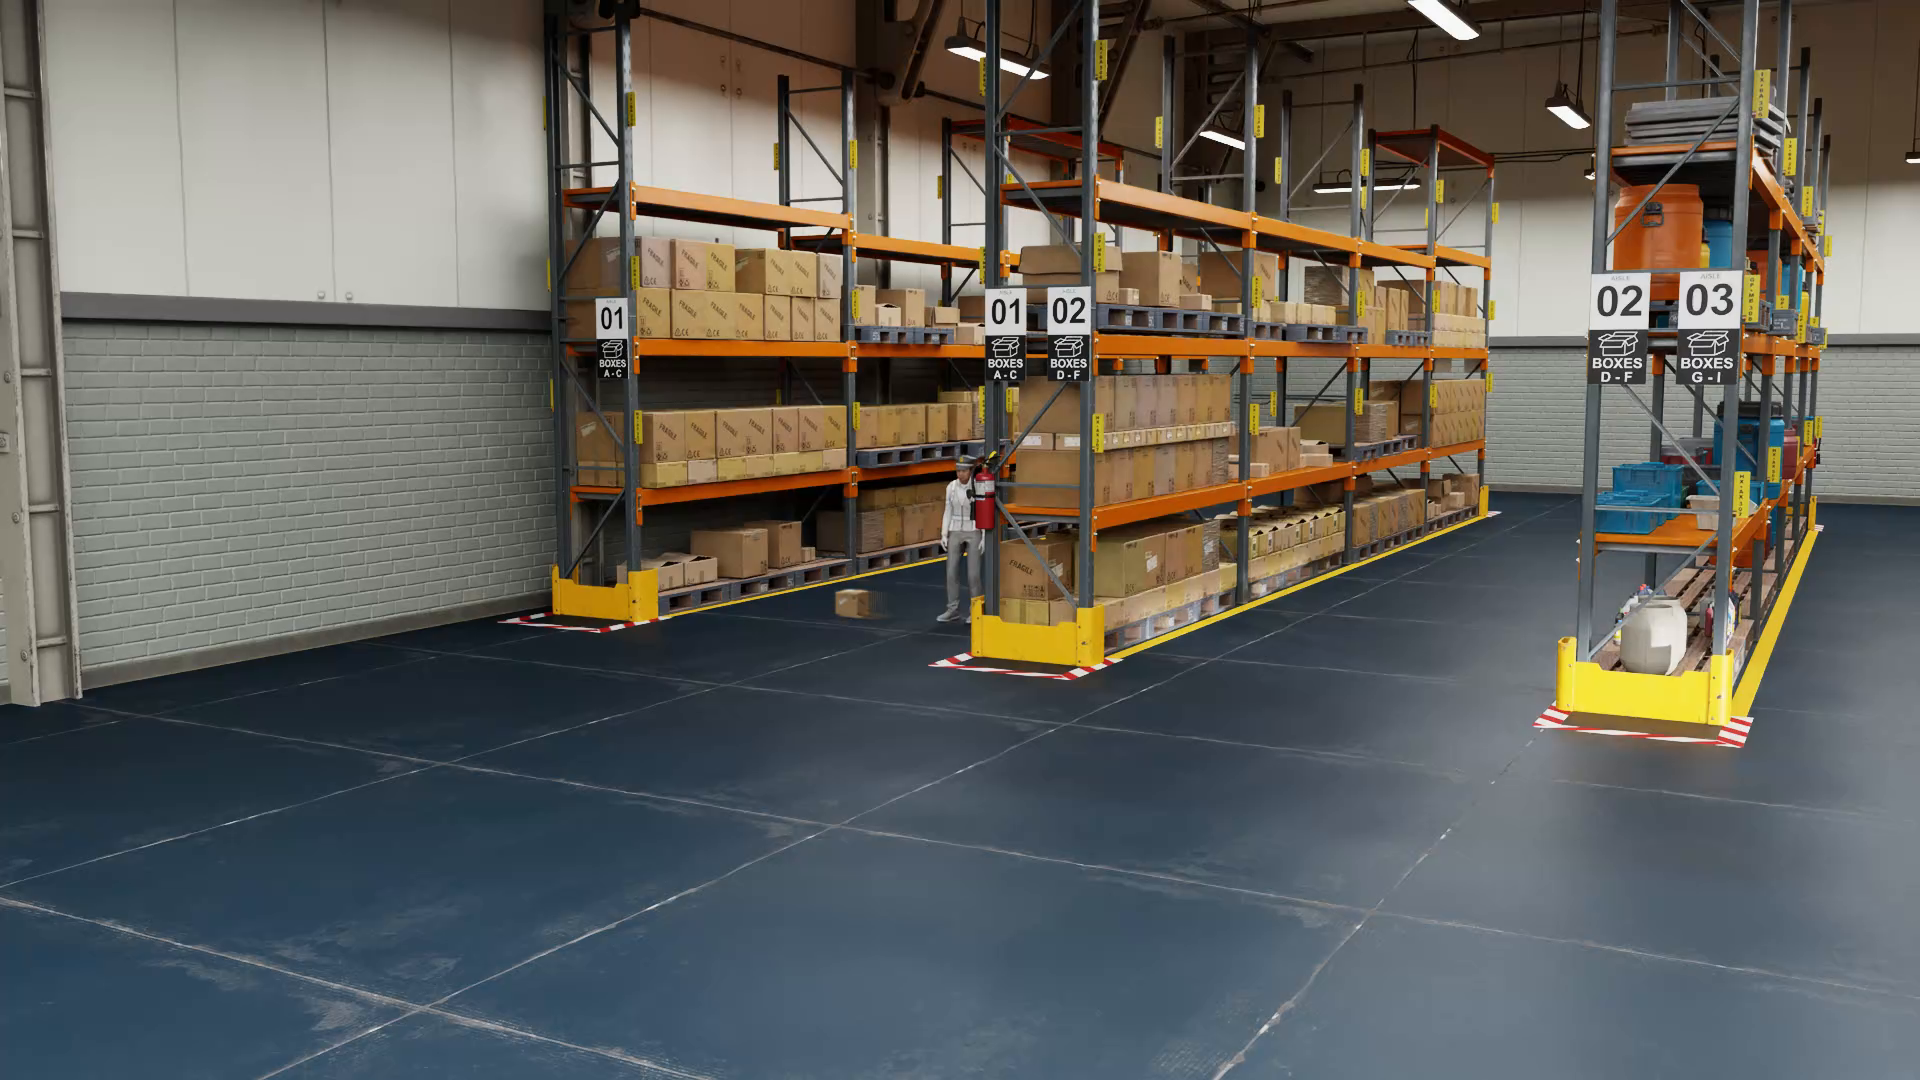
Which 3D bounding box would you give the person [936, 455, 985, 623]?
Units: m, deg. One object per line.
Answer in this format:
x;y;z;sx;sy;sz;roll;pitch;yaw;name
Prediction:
0.055;-0.015;16.498;0.531;1.662;0.376;3;7;26;person
